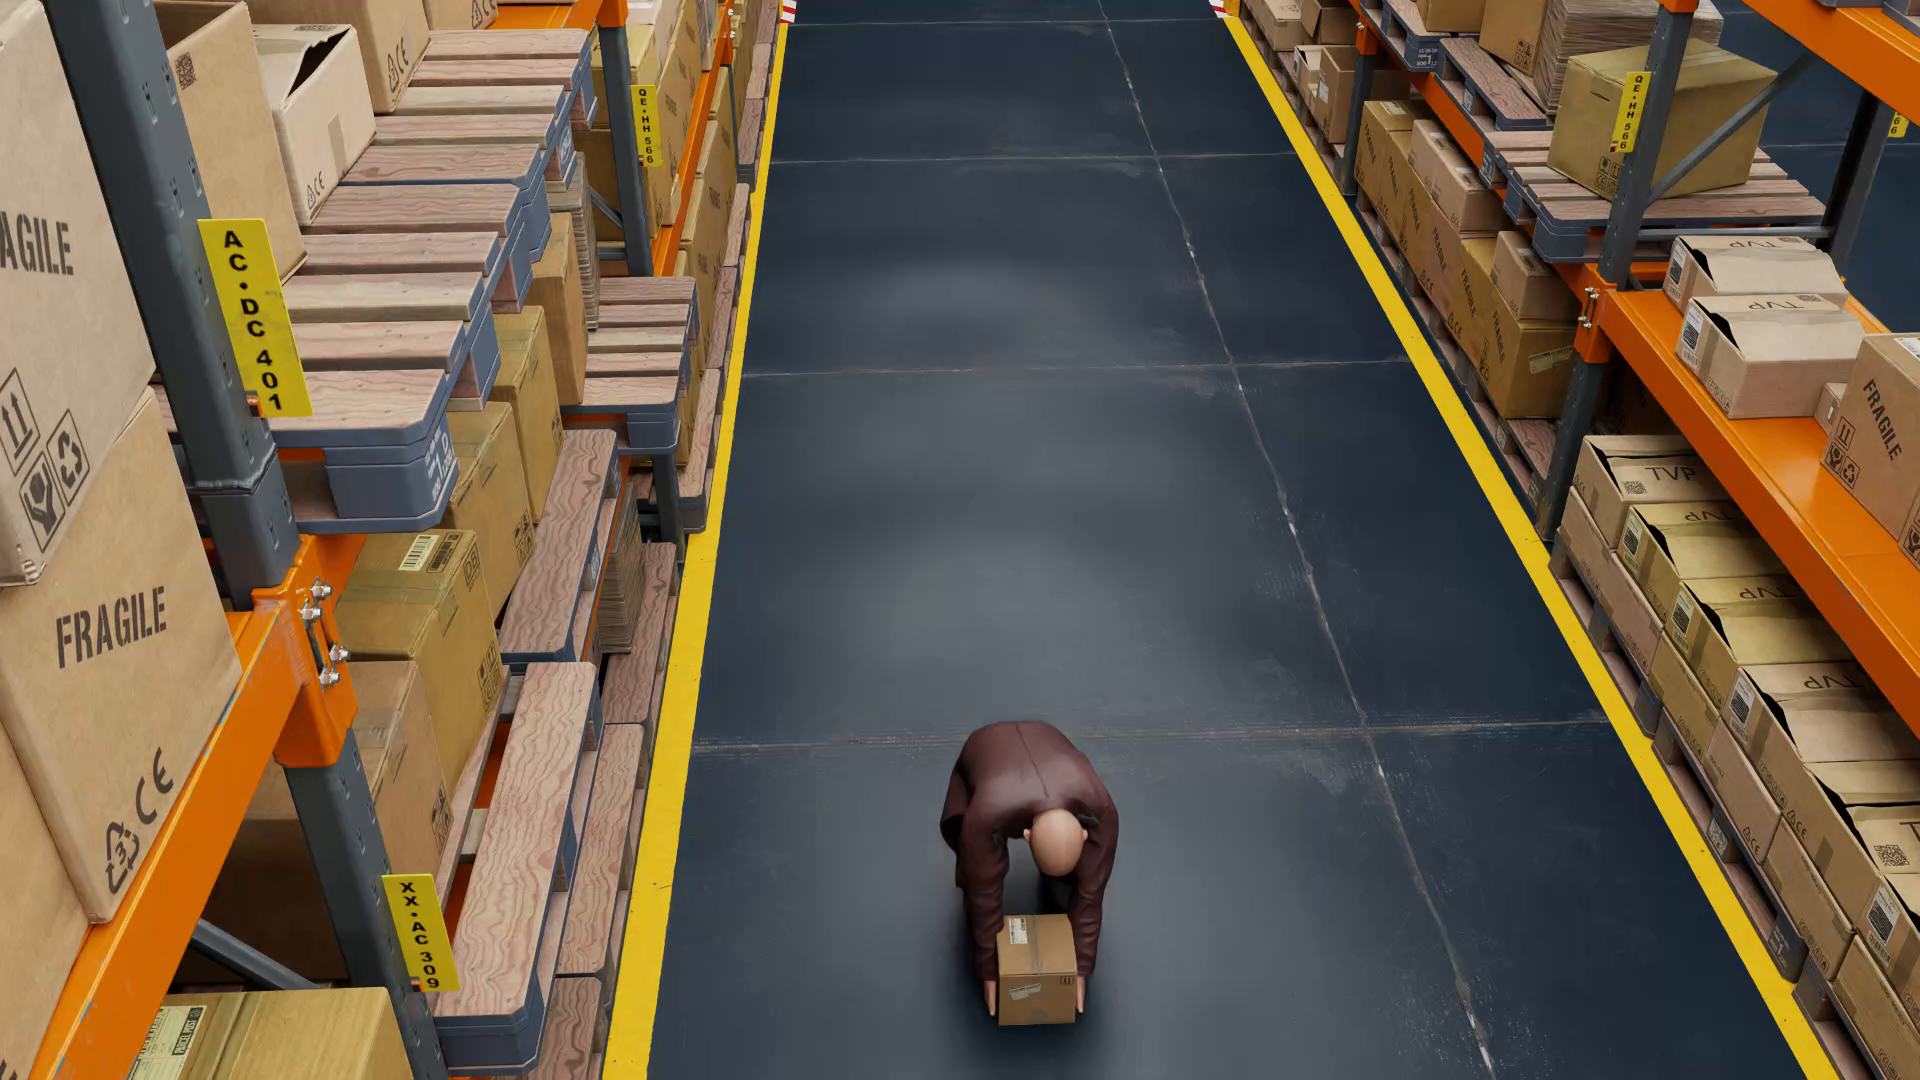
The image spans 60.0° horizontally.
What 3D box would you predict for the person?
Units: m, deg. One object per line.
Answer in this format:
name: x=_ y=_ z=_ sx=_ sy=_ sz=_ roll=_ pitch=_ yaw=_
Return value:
person: x=0.224 y=1.025 z=5.616 sx=0.582 sy=0.896 sz=0.912 roll=-2 pitch=35 yaw=-3
